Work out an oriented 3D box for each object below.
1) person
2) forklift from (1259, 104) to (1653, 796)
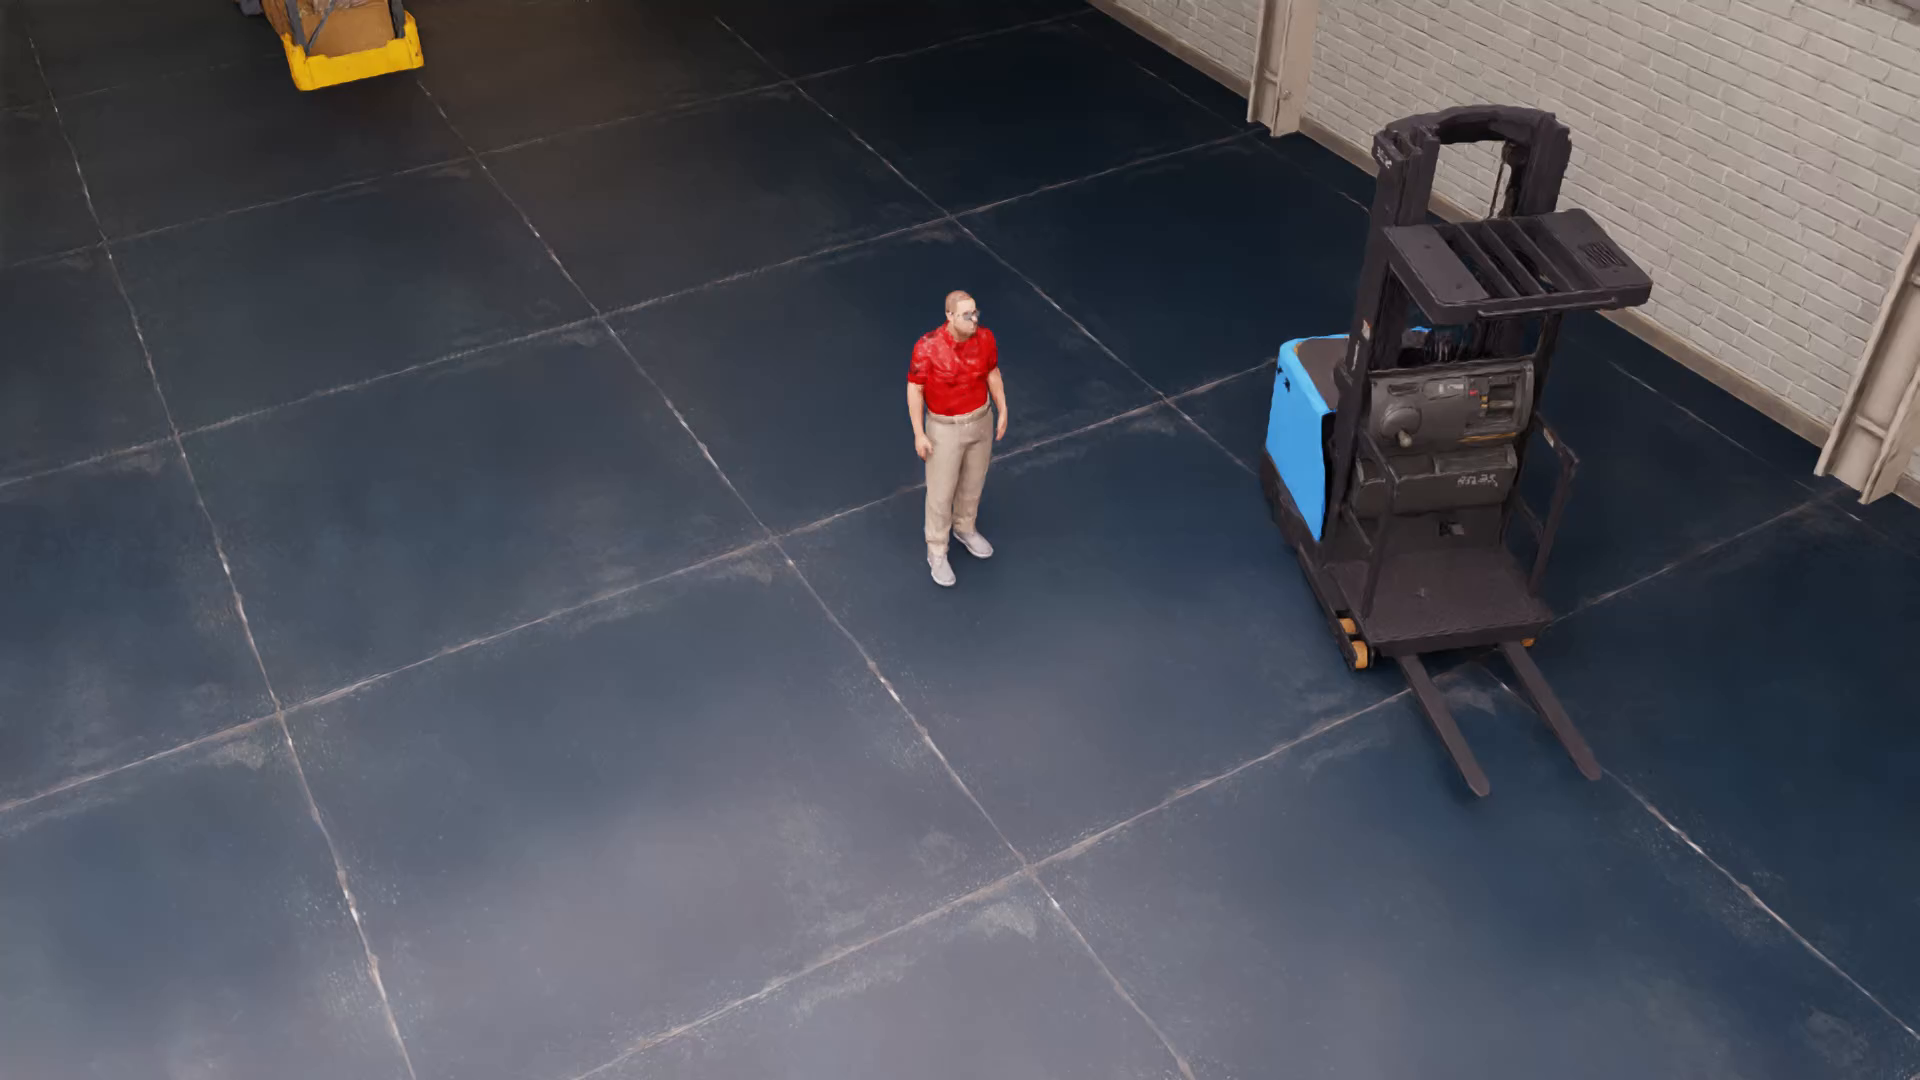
[{"bbox_3d":[0.035,-0.618,9.711,0.640,1.726,0.550,-20,44,-23],"label":"person"},{"bbox_3d":[2.693,-0.649,8.819,1.130,2.935,3.031,-7,40,-8],"label":"forklift"}]
